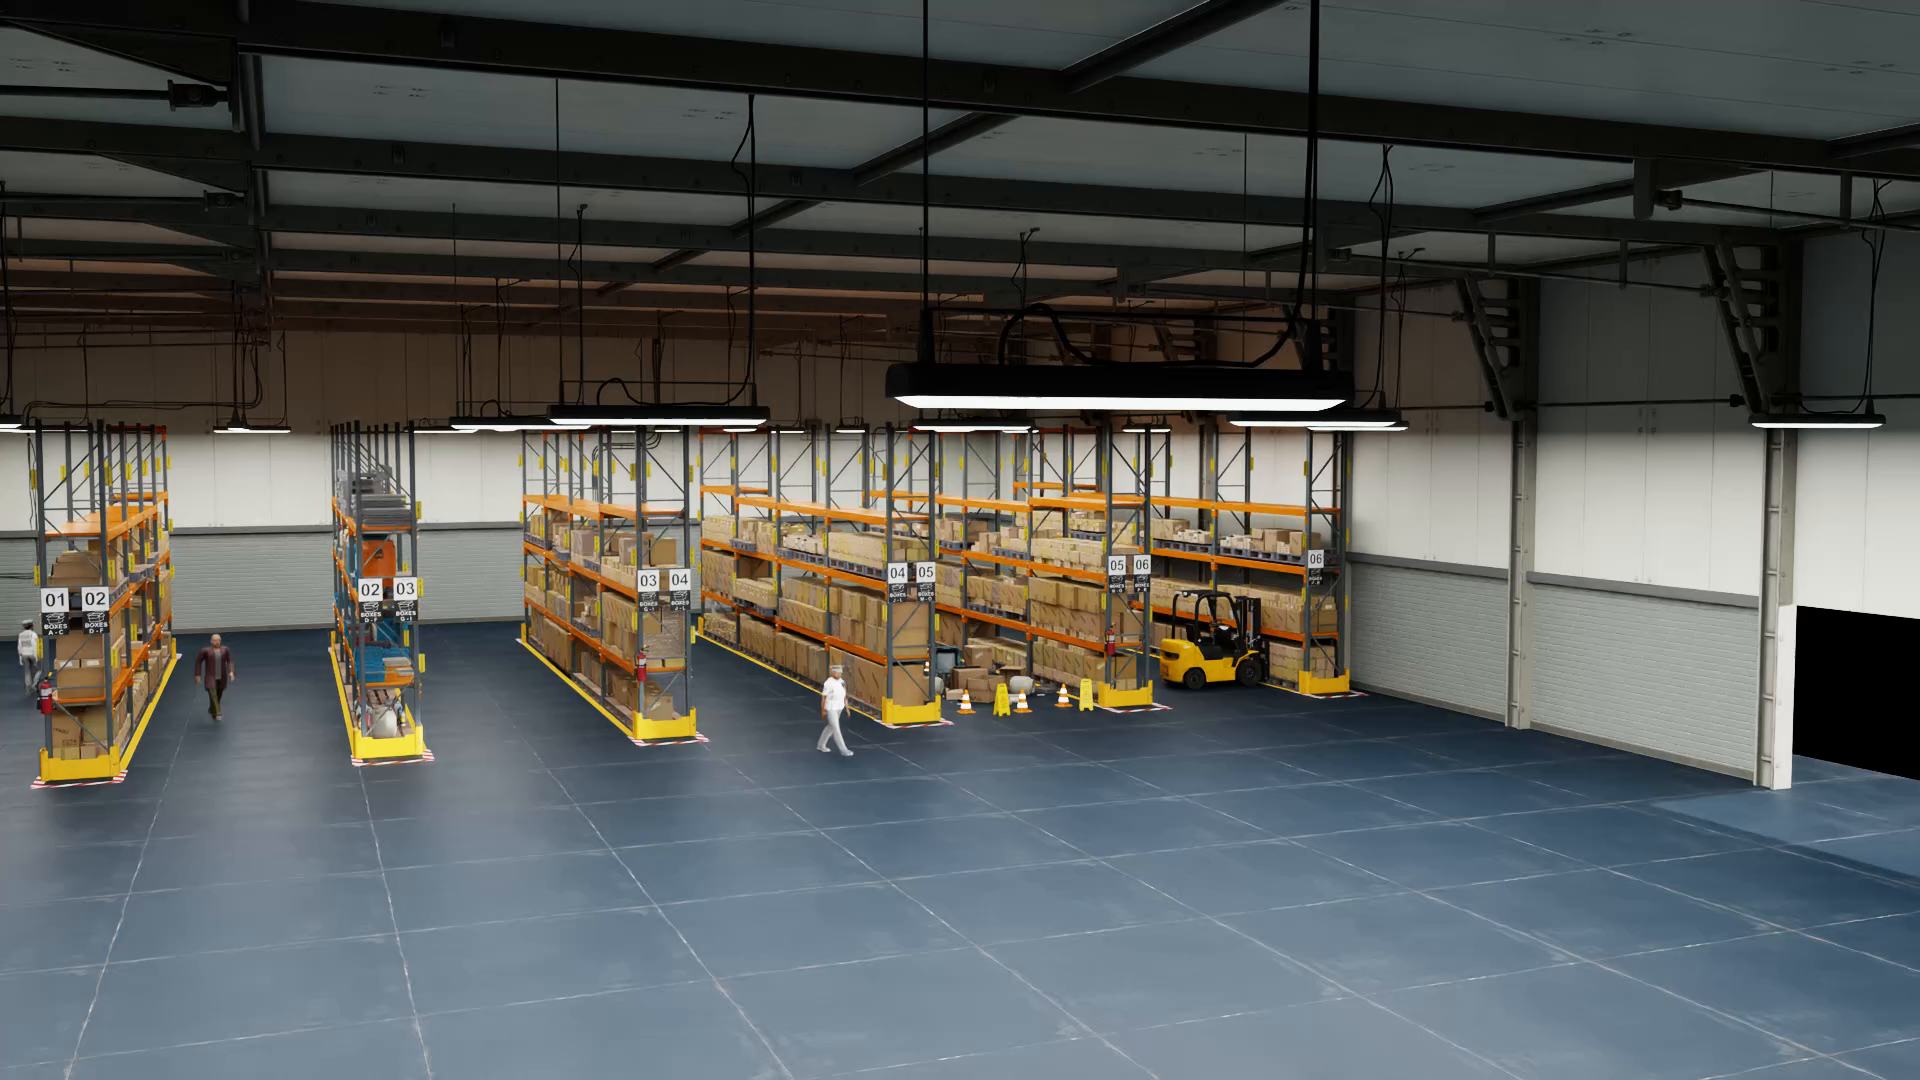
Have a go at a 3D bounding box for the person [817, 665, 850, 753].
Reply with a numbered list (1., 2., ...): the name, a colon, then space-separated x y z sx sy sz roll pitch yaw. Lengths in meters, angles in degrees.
1. person: -2.265 2.993 29.786 0.844 1.539 0.461 2 4 34

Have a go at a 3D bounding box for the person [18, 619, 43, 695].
1. person: -20.532 2.587 36.710 0.525 1.671 0.495 -1 4 -11

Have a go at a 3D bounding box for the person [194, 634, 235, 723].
1. person: -14.893 2.765 33.289 1.107 1.764 0.671 3 5 41

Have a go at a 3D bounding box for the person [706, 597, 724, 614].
1. person: -7.539 1.748 51.099 0.410 1.531 0.991 2 4 25
